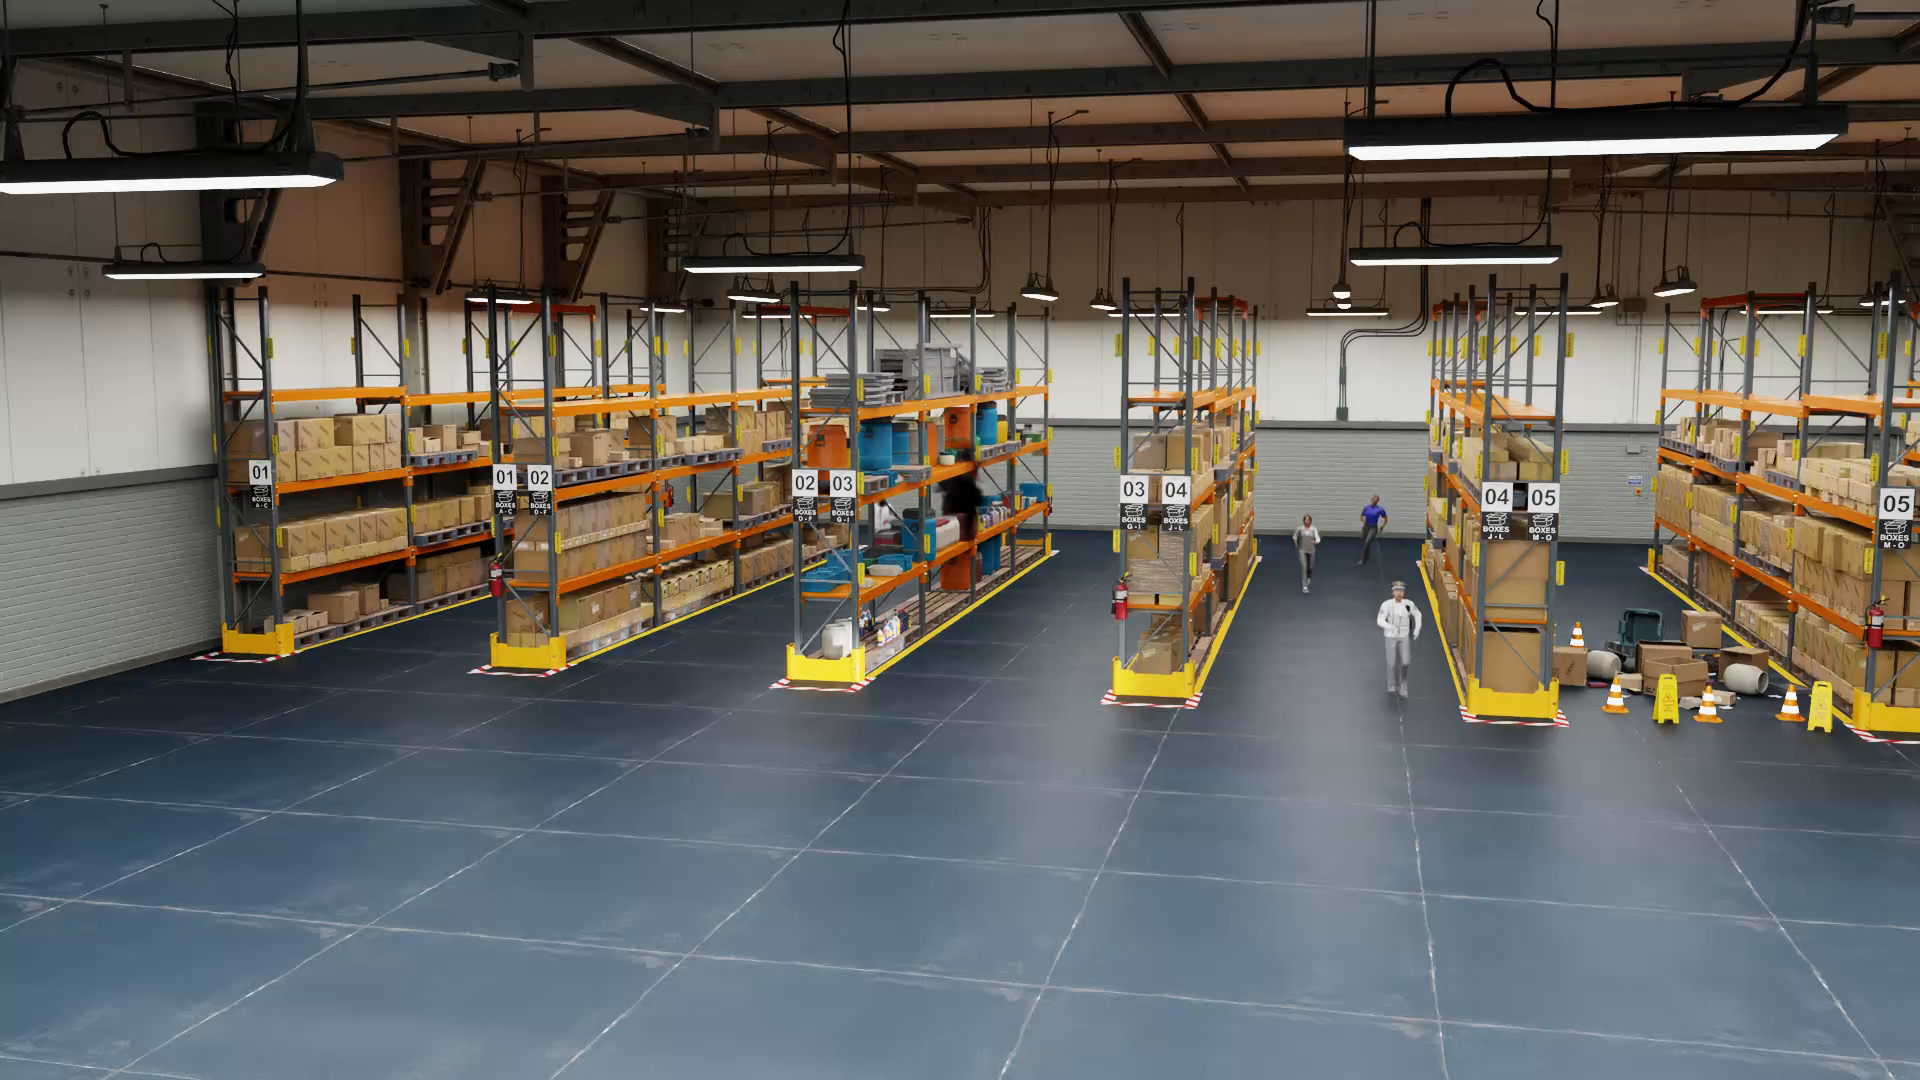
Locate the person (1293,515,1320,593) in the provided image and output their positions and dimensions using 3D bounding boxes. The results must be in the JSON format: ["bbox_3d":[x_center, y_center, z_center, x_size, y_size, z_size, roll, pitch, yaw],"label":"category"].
[{"bbox_3d":[7.160,0.259,34.382,0.544,1.575,0.864,1,7,6],"label":"person"}]

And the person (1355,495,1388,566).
[{"bbox_3d":[9.537,-0.236,38.536,0.670,1.622,0.855,4,8,34],"label":"person"}]

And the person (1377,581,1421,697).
[{"bbox_3d":[6.323,1.432,23.939,0.643,1.708,0.660,1,7,8],"label":"person"}]

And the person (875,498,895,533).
[{"bbox_3d":[-1.816,-0.279,38.379,0.632,1.731,0.734,0,7,2],"label":"person"}]
